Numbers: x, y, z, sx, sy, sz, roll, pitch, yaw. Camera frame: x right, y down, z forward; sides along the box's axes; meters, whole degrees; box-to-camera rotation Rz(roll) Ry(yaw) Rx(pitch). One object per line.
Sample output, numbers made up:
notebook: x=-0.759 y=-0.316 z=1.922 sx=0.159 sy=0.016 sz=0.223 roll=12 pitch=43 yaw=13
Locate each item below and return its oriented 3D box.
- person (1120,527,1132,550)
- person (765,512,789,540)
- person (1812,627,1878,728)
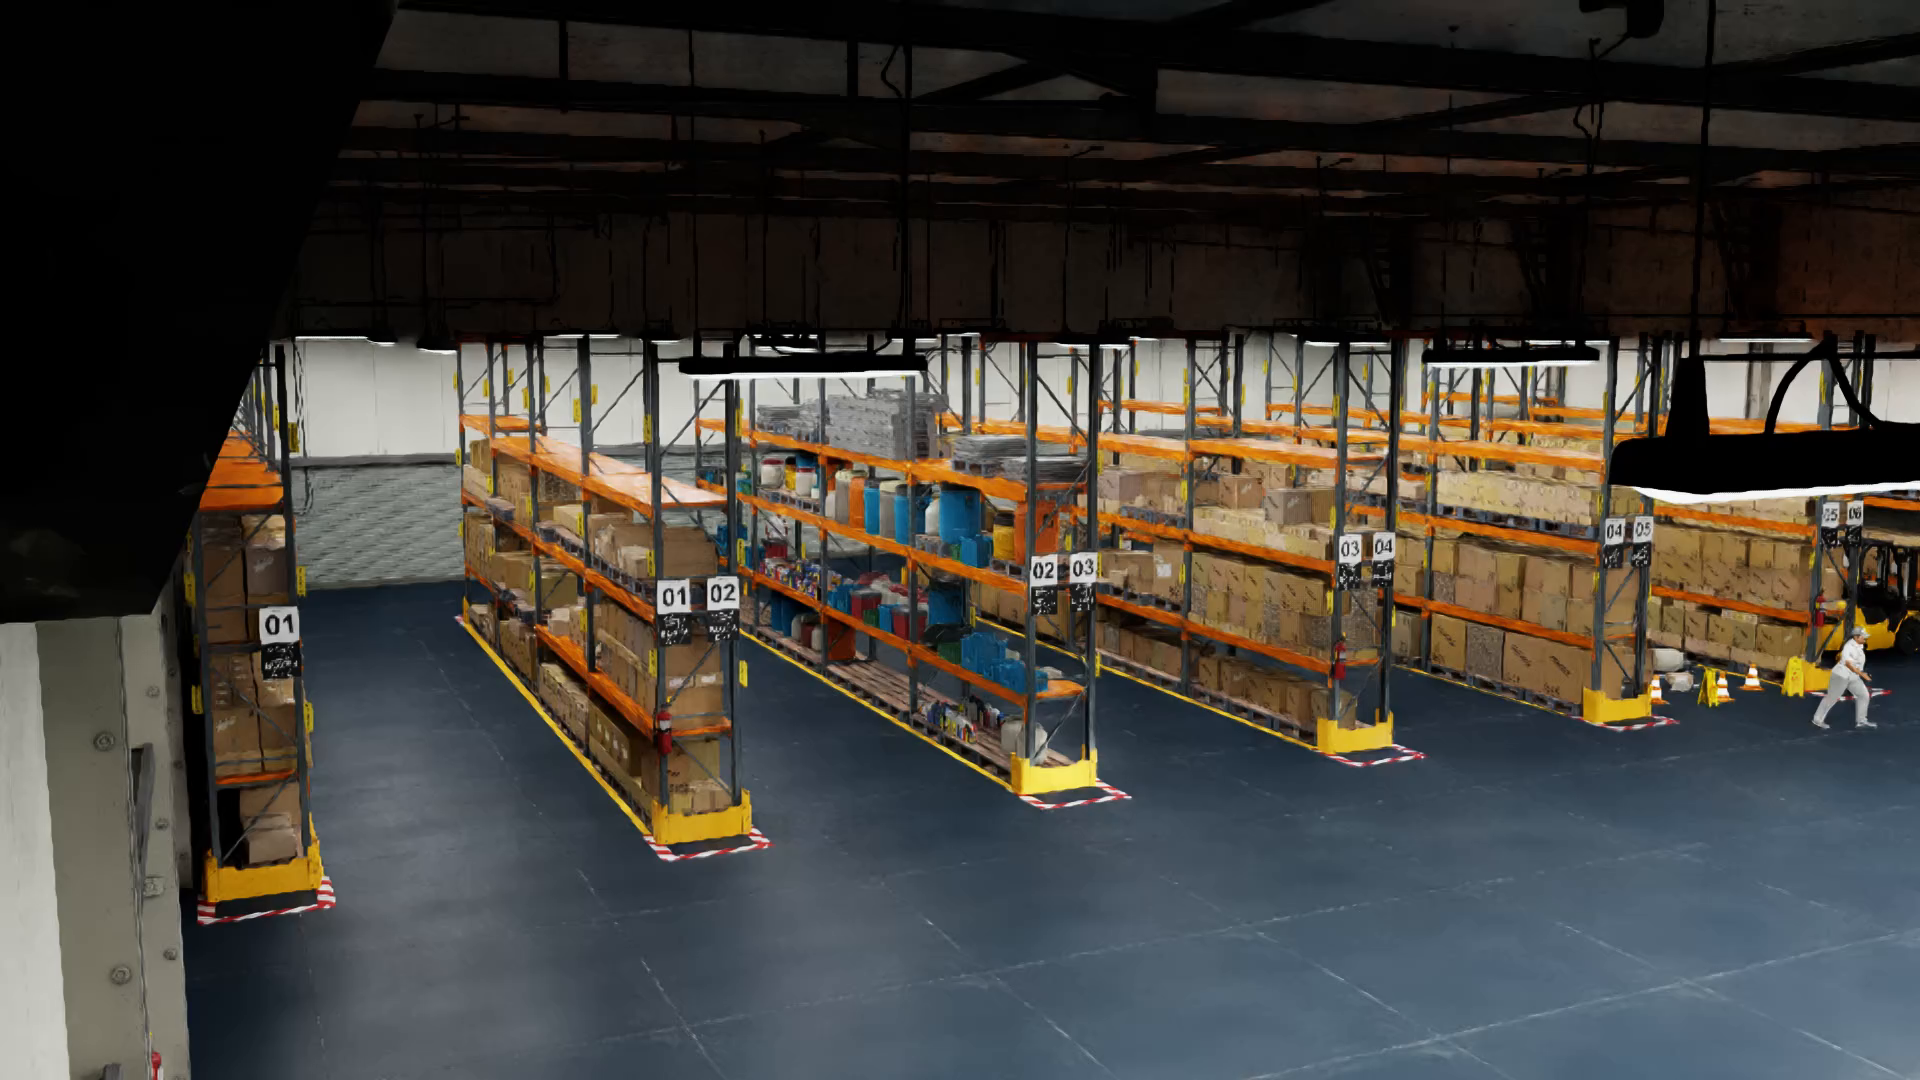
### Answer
person: x=3.679 y=0.484 z=37.413 sx=0.446 sy=1.589 sz=1.092 roll=-4 pitch=9 yaw=-25
person: x=-4.575 y=-0.065 z=41.591 sx=0.592 sy=1.618 sz=0.532 roll=-4 pitch=9 yaw=-27
person: x=13.630 y=2.098 z=25.561 sx=0.664 sy=1.598 sz=0.797 roll=-7 pitch=11 yaw=-43
